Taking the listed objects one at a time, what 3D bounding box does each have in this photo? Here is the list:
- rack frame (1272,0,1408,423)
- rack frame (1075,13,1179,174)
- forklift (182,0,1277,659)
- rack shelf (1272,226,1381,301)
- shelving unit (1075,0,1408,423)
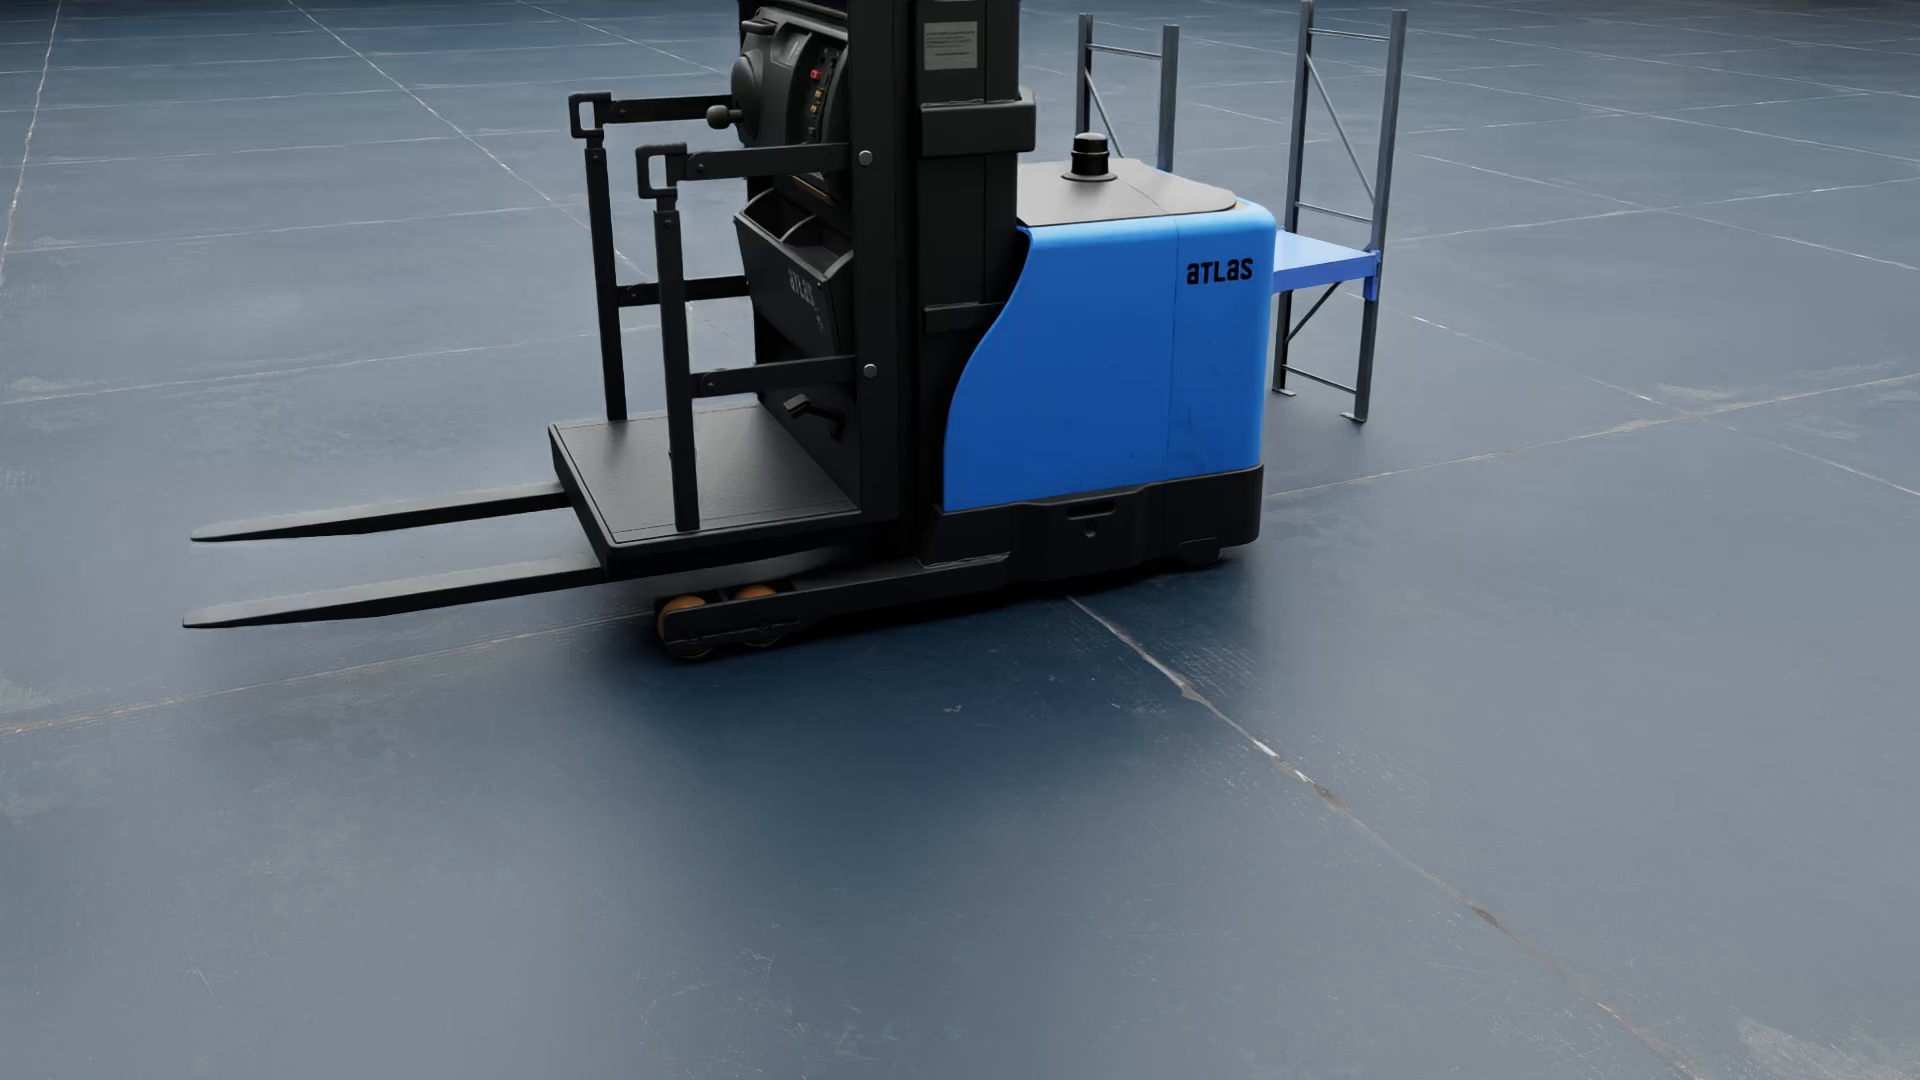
[{"bbox_3d":[1.406,-1.222,6.241,0.032,1.500,0.500,-14,26,-30],"label":"rack frame"},{"bbox_3d":[0.548,-1.013,5.737,0.032,1.500,0.500,-14,26,-30],"label":"rack frame"},{"bbox_3d":[-0.651,-1.263,4.468,3.031,2.935,1.130,-9,24,-20],"label":"forklift"},{"bbox_3d":[0.977,-0.951,6.058,1.000,0.185,0.538,-14,26,-30],"label":"rack shelf"},{"bbox_3d":[0.977,-1.118,5.989,1.048,1.500,0.538,-14,26,-30],"label":"shelving unit"}]
